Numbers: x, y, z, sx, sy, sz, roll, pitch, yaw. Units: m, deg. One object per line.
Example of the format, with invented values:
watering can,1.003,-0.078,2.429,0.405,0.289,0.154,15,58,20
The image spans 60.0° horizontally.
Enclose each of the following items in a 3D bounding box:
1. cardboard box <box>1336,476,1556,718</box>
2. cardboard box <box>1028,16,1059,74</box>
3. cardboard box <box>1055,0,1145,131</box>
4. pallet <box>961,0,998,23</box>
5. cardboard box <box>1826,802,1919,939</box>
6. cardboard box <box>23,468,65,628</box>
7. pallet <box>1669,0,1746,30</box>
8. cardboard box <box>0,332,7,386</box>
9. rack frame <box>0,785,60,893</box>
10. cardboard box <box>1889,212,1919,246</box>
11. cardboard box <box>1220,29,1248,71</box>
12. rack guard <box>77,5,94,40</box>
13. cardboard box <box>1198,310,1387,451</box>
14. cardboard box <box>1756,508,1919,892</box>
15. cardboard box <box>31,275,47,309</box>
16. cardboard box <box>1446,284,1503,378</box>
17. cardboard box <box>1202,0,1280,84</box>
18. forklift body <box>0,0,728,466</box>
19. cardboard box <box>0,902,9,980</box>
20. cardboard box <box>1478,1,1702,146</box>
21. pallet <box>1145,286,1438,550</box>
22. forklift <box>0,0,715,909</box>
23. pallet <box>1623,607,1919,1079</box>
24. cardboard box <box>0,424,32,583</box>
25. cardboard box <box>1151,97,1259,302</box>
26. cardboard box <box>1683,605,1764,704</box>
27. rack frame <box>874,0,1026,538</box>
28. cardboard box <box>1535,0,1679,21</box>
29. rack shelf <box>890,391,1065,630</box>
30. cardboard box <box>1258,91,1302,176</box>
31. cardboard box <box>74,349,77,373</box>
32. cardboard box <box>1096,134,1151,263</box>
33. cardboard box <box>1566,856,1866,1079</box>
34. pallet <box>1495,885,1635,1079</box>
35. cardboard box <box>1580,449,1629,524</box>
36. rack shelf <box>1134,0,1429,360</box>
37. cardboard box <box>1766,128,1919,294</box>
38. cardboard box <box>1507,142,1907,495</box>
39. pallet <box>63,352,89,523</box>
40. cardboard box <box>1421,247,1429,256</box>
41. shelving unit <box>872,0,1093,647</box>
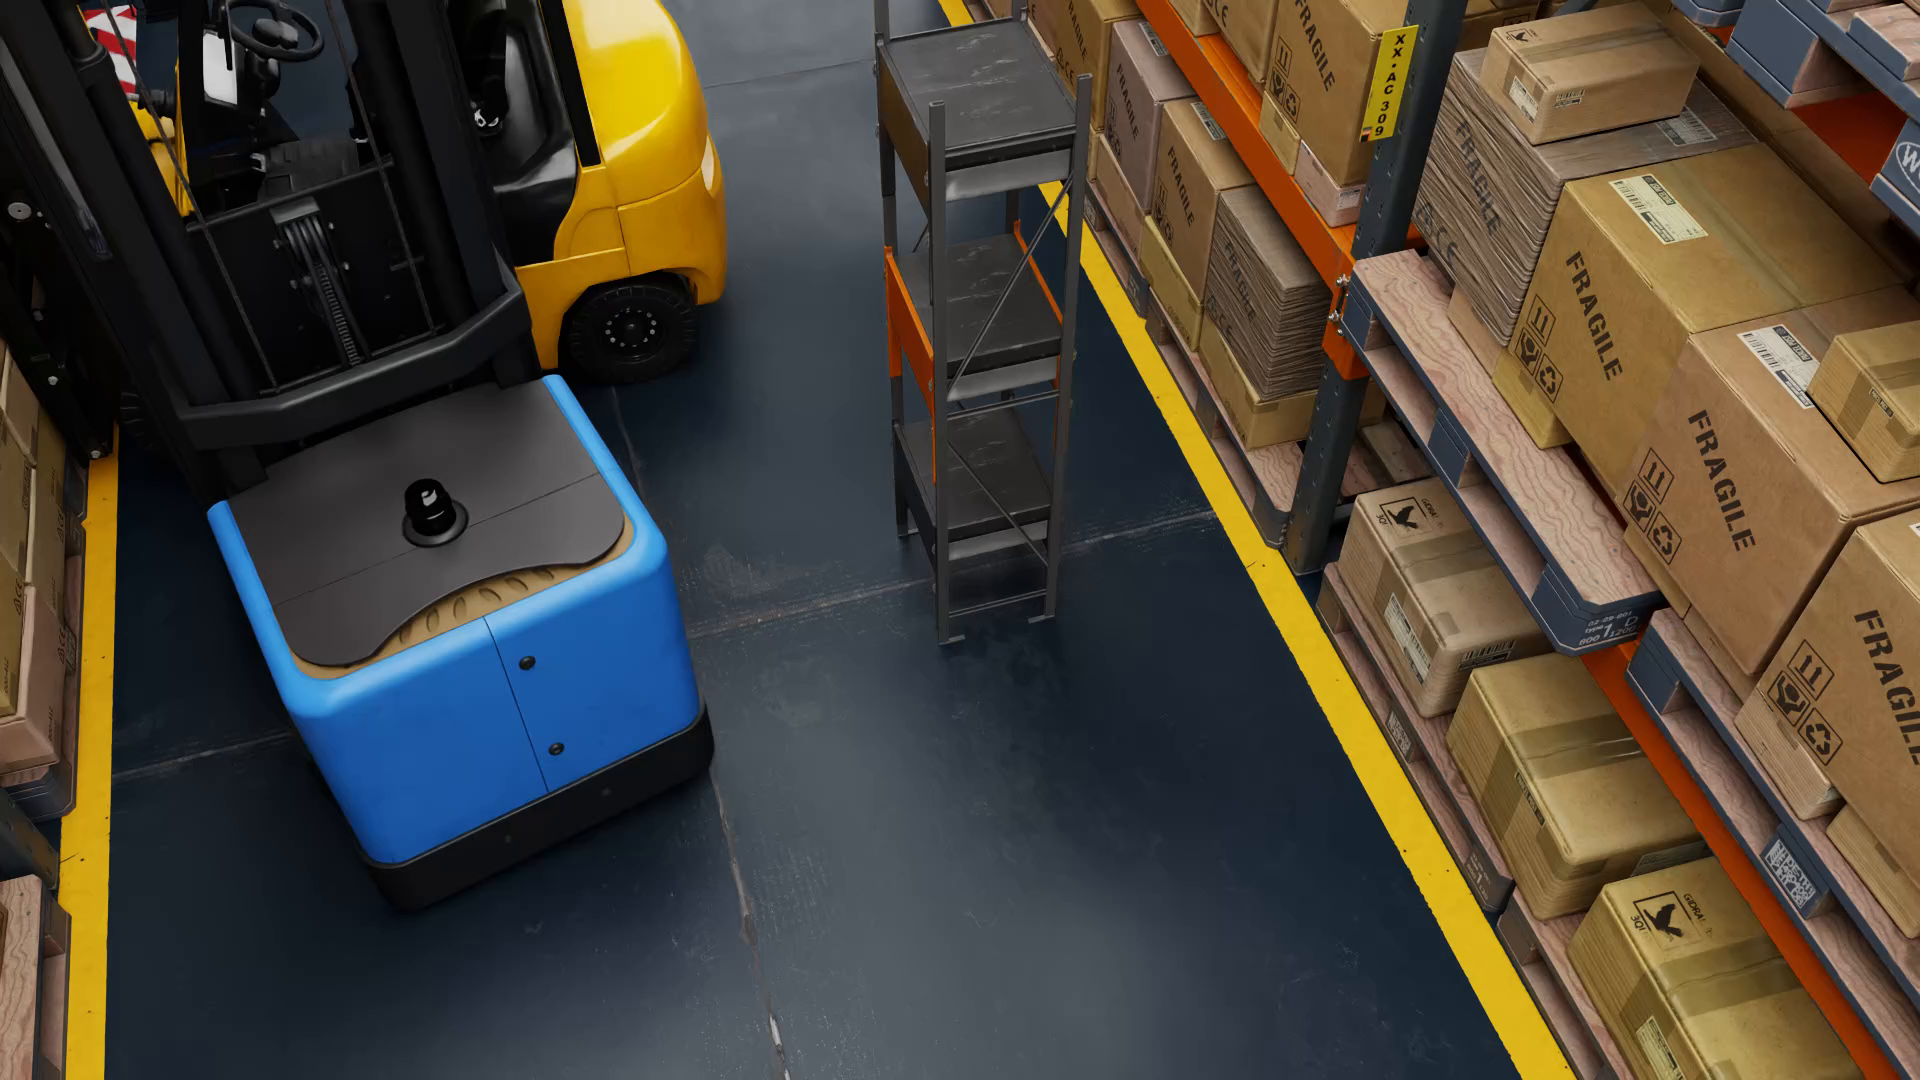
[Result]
cardboard box,1.755,0.099,5.148,0.950,0.372,0.625,-13,51,-11
cardboard box,0.533,-2.139,7.115,0.500,0.250,0.500,-12,51,-10
cardboard box,0.696,-1.989,6.498,0.500,0.500,0.500,-12,51,-10
pallet,0.643,-2.361,7.602,1.003,0.211,1.213,-13,51,-11
cardboard box,1.925,0.572,3.195,0.380,0.149,0.250,-15,51,-12
cardboard box,-3.135,0.086,5.240,0.500,0.250,0.500,-14,51,-12
pallet,1.678,-1.426,3.151,1.213,0.211,1.003,-13,51,-11
cardboard box,-3.286,-0.602,5.165,0.500,0.250,0.500,-12,51,-10
rack frame,-3.143,0.130,3.678,1.000,3.000,0.127,-13,51,-11
cardboard box,2.166,-0.681,3.403,0.380,0.149,0.250,-15,51,-12
cardboard box,1.068,-1.653,5.346,0.380,0.149,0.250,-14,51,-11
rack guard,-4.333,-2.003,7.112,1.175,0.500,0.348,-13,51,-11
cardboard box,1.166,-0.615,5.830,0.500,0.250,0.500,-11,51,-9
cardboard box,1.906,0.252,3.041,0.500,0.500,0.500,-15,52,-12
cardboard box,-3.428,-0.809,5.667,0.500,0.250,0.500,-13,51,-11
cardboard box,1.459,-0.574,4.162,0.380,0.149,0.250,-13,51,-10
cardboard box,1.070,-1.766,5.017,0.500,0.500,0.500,-12,51,-10
forklift body,-2.023,-1.545,5.646,2.313,2.155,1.214,-13,51,-11
cardboard box,-2.978,1.139,4.107,0.875,0.625,0.625,-11,51,-9
cardboard box,1.399,-1.044,3.709,0.380,0.149,0.250,-14,51,-11
pallet,1.365,-0.579,6.100,1.003,0.211,1.213,-13,51,-11
forklift,-1.946,-1.007,4.682,1.130,2.935,3.031,-25,54,-19
pallet,2.156,0.552,3.448,1.003,0.211,1.213,-13,51,-11
cardboard box,-3.142,-0.071,5.044,0.500,0.250,0.500,-14,51,-11
cardboard box,1.014,-1.228,5.857,0.500,0.500,0.500,-12,51,-10
cardboard box,1.789,0.178,3.527,0.380,0.149,0.250,-13,51,-11
rack frame,-0.023,-0.734,4.996,0.400,2.100,0.015,-13,51,-11
cardboard box,1.734,-1.507,4.799,0.500,0.500,0.500,-13,51,-11
rack shelf,0.049,-0.096,5.391,0.431,0.518,0.480,-13,51,-11
cardboard box,1.131,-1.260,5.015,0.380,0.149,0.250,-12,51,-10
cardboard box,-3.433,-0.662,5.870,0.500,0.250,0.500,-12,51,-10
cardboard box,0.853,-1.374,6.470,0.500,0.250,0.500,-13,51,-10
cardboard box,2.178,1.131,4.279,0.950,0.372,0.625,-12,51,-10
pallet,2.194,1.365,4.461,1.003,0.211,1.213,-13,51,-11
cardboard box,1.681,-0.200,3.846,0.380,0.149,0.250,-10,51,-9
rack shelf,1.006,-2.224,6.133,1.077,0.370,4.000,-13,51,-11
cardboard box,2.101,-0.611,3.769,0.500,0.500,0.500,-13,51,-11
cardboard box,1.611,-0.485,3.663,0.500,0.500,0.500,-13,51,-11
pallet,-3.703,-0.454,5.995,1.003,0.211,1.213,-13,51,-11
cardboard box,1.681,-0.978,5.645,0.500,0.500,0.500,-11,51,-9
shelving unit,0.049,-0.556,4.845,0.431,2.100,0.503,-13,51,-11
